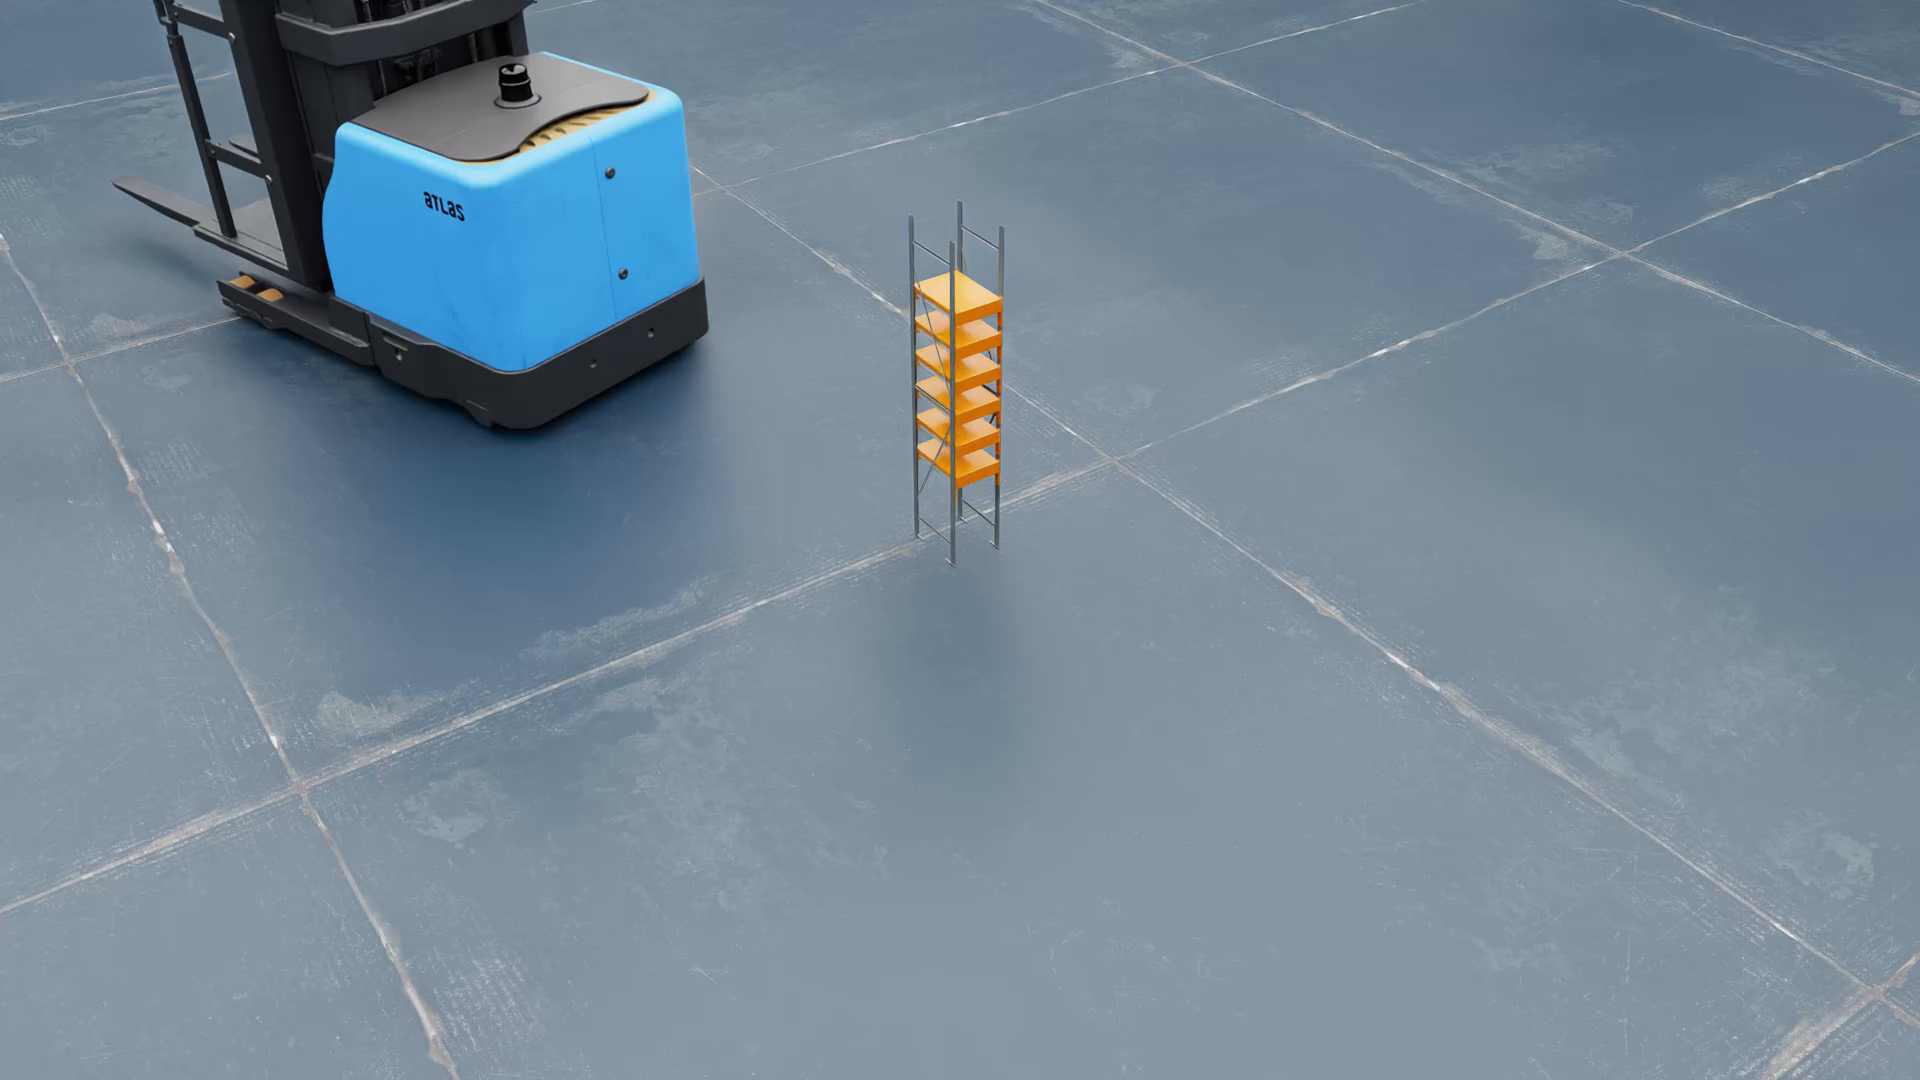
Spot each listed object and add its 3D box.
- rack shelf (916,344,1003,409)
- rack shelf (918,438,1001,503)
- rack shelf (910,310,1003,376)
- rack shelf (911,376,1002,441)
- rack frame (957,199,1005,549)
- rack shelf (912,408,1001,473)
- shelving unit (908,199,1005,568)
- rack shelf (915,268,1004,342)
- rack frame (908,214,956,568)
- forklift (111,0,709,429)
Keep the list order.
[{"bbox_3d":[-0.012,-0.544,5.349,0.180,0.103,0.258,-22,41,-28],"label":"rack shelf"},{"bbox_3d":[-0.012,-0.251,5.559,0.180,0.103,0.258,-22,41,-28],"label":"rack shelf"},{"bbox_3d":[-0.012,-0.641,5.279,0.180,0.103,0.258,-22,41,-28],"label":"rack shelf"},{"bbox_3d":[-0.012,-0.446,5.419,0.180,0.103,0.258,-22,41,-28],"label":"rack shelf"},{"bbox_3d":[0.063,-0.513,5.436,0.006,1.200,0.240,-22,41,-28],"label":"rack frame"},{"bbox_3d":[-0.012,-0.349,5.489,0.180,0.103,0.258,-22,41,-28],"label":"rack shelf"},{"bbox_3d":[-0.012,-0.482,5.393,0.189,1.200,0.258,-22,41,-28],"label":"shelving unit"},{"bbox_3d":[-0.012,-0.738,5.209,0.180,0.103,0.258,-22,41,-28],"label":"rack shelf"},{"bbox_3d":[-0.087,-0.451,5.350,0.006,1.200,0.240,-22,41,-28],"label":"rack frame"},{"bbox_3d":[-2.514,-2.296,6.432,3.031,2.935,1.130,24,42,29],"label":"forklift"}]
